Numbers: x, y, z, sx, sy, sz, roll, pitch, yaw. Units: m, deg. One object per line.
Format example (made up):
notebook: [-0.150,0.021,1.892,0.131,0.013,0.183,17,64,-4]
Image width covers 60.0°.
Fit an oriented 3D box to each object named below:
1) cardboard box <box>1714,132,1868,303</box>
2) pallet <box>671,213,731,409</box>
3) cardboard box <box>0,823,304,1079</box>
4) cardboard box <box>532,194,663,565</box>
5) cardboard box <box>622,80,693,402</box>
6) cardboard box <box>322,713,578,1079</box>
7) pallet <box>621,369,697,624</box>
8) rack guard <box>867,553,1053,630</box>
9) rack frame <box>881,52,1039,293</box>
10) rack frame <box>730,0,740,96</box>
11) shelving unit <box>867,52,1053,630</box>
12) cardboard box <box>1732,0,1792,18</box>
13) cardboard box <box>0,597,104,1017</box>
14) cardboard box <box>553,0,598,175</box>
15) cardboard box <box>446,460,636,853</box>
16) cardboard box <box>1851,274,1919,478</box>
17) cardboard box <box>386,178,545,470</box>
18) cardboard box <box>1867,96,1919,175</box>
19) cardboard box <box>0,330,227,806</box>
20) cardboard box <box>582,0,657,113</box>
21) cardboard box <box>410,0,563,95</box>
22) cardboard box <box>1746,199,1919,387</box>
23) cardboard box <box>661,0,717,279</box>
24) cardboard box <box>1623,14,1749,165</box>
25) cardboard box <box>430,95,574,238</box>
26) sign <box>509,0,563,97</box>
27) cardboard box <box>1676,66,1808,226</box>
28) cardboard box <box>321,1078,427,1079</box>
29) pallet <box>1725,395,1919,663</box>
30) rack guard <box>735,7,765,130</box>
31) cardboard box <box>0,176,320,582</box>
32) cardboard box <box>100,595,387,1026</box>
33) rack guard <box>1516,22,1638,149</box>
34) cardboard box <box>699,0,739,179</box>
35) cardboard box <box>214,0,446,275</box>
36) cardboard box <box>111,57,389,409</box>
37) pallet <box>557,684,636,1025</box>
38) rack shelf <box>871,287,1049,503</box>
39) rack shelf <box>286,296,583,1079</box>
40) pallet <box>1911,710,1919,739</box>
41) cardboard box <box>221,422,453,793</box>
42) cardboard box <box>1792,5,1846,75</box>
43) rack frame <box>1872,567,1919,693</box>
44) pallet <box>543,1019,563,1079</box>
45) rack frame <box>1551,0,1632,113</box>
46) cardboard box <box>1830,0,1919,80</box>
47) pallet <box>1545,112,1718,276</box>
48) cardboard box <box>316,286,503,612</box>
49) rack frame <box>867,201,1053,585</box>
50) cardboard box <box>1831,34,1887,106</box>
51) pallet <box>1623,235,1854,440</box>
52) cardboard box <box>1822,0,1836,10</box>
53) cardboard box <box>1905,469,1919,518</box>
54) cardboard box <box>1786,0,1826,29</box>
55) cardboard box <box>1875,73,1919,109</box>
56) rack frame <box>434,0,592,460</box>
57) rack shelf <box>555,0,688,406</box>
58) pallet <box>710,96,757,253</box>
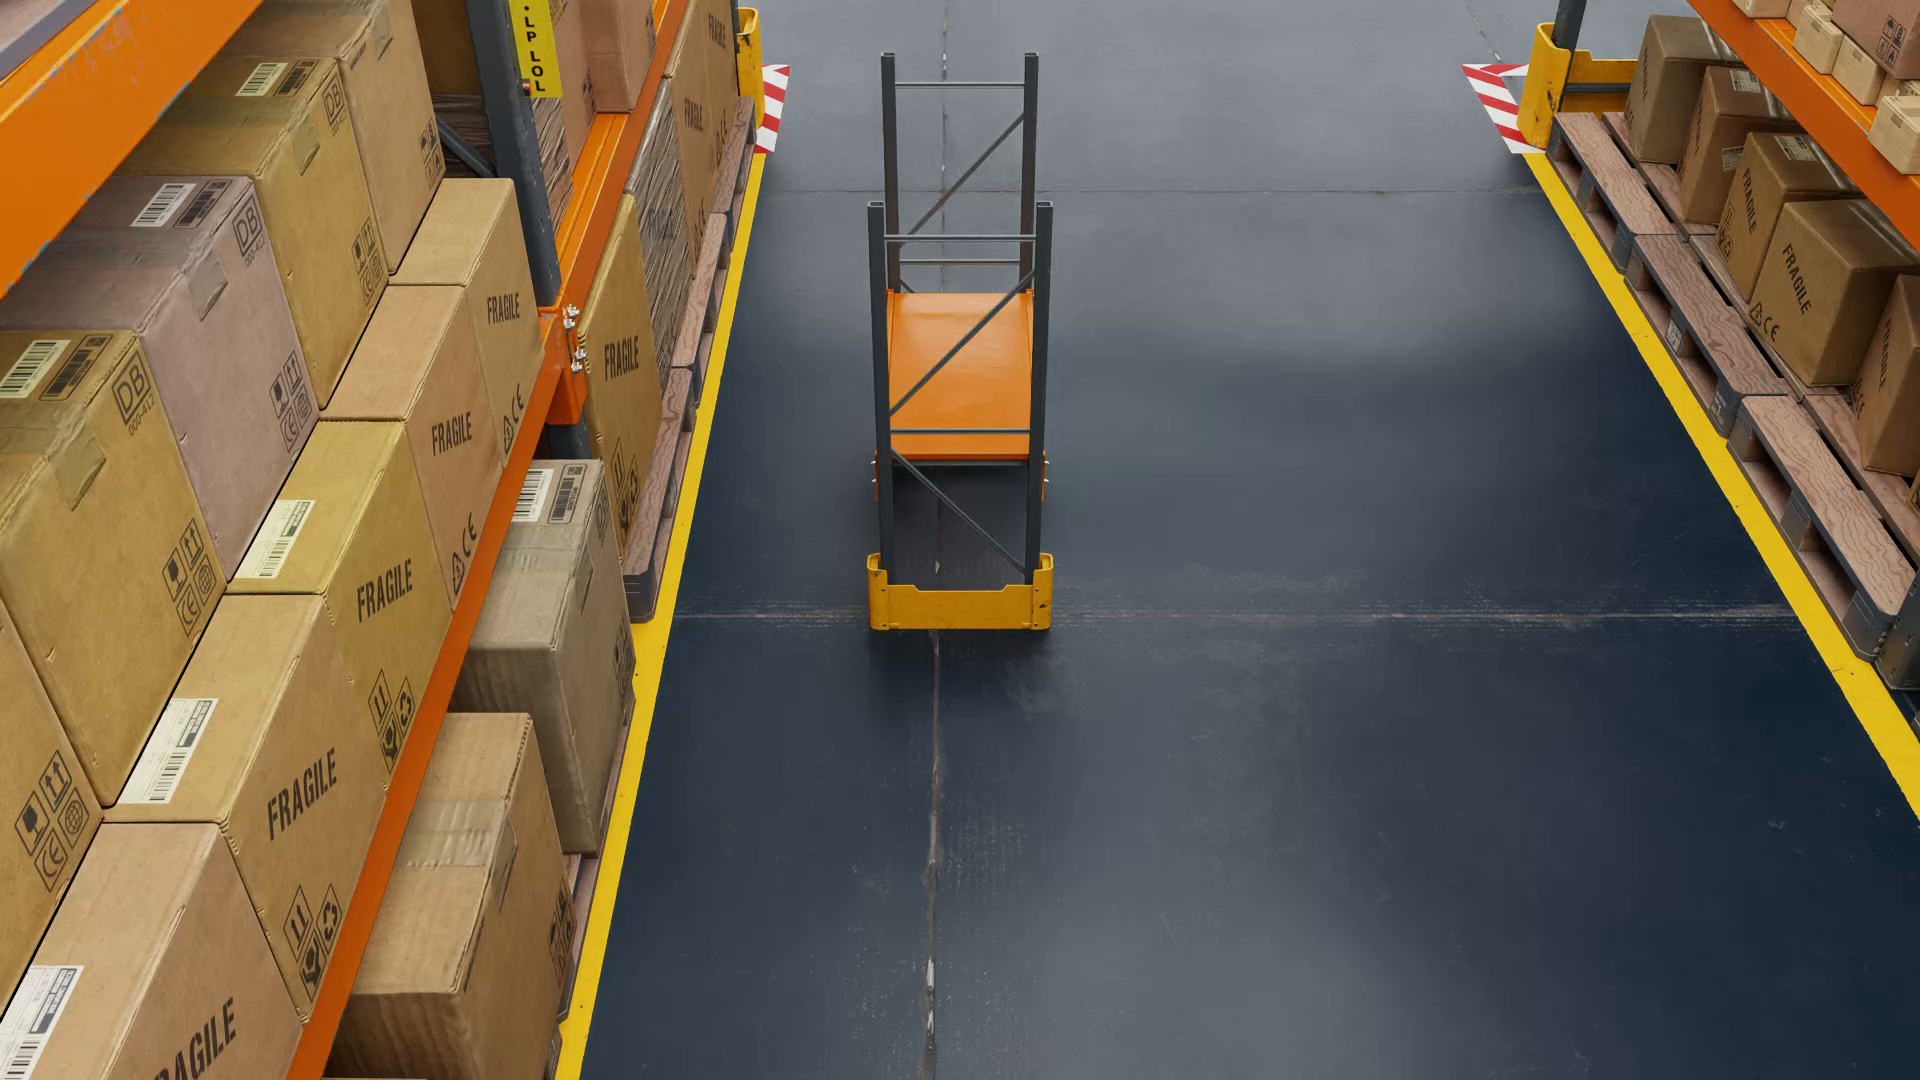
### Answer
cardboard box: [3.380,-1.271,6.601,0.500,0.500,0.500,3,39,4]
pallet: [-1.503,-0.949,6.765,1.003,0.211,1.213,0,39,0]
cardboard box: [-1.306,0.751,2.334,0.500,0.500,0.500,0,39,0]
cardboard box: [-1.507,-0.525,5.369,0.875,0.875,0.875,1,39,1]
cardboard box: [-1.512,-1.088,6.073,0.875,0.875,0.875,0,39,0]
cardboard box: [-1.488,0.909,3.681,1.050,0.750,0.750,0,39,0]
pallet: [-1.499,-0.184,5.811,1.003,0.211,1.213,0,39,0]
rack guard: [0.000,0.166,5.343,0.587,0.250,0.087,0,39,0]
rack frame: [-0.001,-0.957,5.744,0.500,1.500,0.032,0,39,0]
rack frame: [-1.581,-3.298,7.467,1.000,3.000,0.127,0,39,0]
shelving unit: [0.000,-0.633,5.340,0.587,1.500,1.083,0,39,0]
cardboard box: [3.046,-2.024,6.078,0.380,0.149,0.250,0,39,0]
cardboard box: [-1.567,0.358,2.025,0.700,0.500,0.500,-1,39,-1]
cardboard box: [-1.612,-1.430,5.016,0.875,0.550,0.550,0,39,0]
cardboard box: [-1.485,0.305,4.433,1.050,0.750,0.750,0,39,0]
cardboard box: [3.415,-0.534,5.681,0.500,0.500,0.500,12,40,14]
cardboard box: [-1.308,-0.510,3.907,0.500,0.500,0.500,0,39,0]
cardboard box: [3.047,-1.242,5.102,0.380,0.149,0.250,0,39,0]
cardboard box: [-1.568,0.038,2.424,0.700,0.500,0.500,0,39,0]
cardboard box: [-1.495,-1.768,5.437,0.875,0.550,0.550,0,39,0]
cardboard box: [-1.542,-1.507,4.249,0.875,0.550,0.550,0,39,0]
cardboard box: [3.336,-0.922,6.165,0.500,0.500,0.500,-3,39,-4]
cardboard box: [-1.511,-1.659,6.784,0.875,0.875,0.875,-1,39,-1]
cardboard box: [3.363,-2.036,7.555,0.500,0.500,0.500,7,39,8]
cardboard box: [-1.588,-1.086,4.586,0.875,0.550,0.550,0,39,0]
sign: [-1.033,-1.224,4.016,0.100,0.325,0.005,0,39,0]
cardboard box: [3.398,-1.663,7.089,0.500,0.500,0.500,10,40,12]
cardboard box: [-1.487,1.491,2.954,1.050,0.750,0.750,1,39,1]
pallet: [3.348,-0.069,5.667,1.003,0.211,1.213,0,39,0]
rack guard: [-1.581,-2.338,8.267,1.175,0.500,0.348,0,39,0]
cardboard box: [-1.567,-0.278,2.818,0.700,0.500,0.500,0,39,0]
cardboard box: [-1.304,0.440,2.722,0.500,0.500,0.500,0,39,-1]
rack guard: [3.379,-2.215,8.115,1.175,0.500,0.348,0,39,0]
cardboard box: [-1.514,-2.209,7.471,0.875,0.875,0.875,0,39,0]
cardboard box: [-1.570,-0.915,3.614,0.700,0.500,0.500,-1,39,-1]
cardboard box: [-1.567,-0.594,3.213,0.700,0.500,0.500,-1,39,-1]
pallet: [-1.500,0.774,4.615,1.003,0.211,1.213,0,39,0]
rack shelf: [0.000,-0.498,5.460,0.538,0.185,1.000,0,39,0]
rack shelf: [-1.574,0.735,3.010,1.077,0.370,4.000,0,39,0]
pallet: [3.386,0.838,4.536,1.003,0.211,1.213,0,39,0]
cardboard box: [-1.307,0.122,3.119,0.500,0.500,0.500,0,39,0]
cardboard box: [3.103,-1.711,5.688,0.380,0.149,0.250,0,39,0]
rack frame: [3.384,-0.737,4.271,1.000,3.000,0.127,0,39,0]
pallet: [-1.496,1.539,3.661,1.003,0.211,1.213,0,39,0]
rack frame: [3.379,-3.238,7.392,1.000,3.000,0.127,0,39,0]
cardboard box: [3.379,-1.799,5.278,0.875,0.500,0.500,0,39,0]
pallet: [3.345,-1.595,7.571,1.003,0.211,1.213,0,39,0]
cardboard box: [-1.308,-0.194,3.513,0.500,0.500,0.500,0,39,-1]
rack frame: [0.000,-0.321,4.951,0.500,1.500,0.032,0,39,0]
cardboard box: [3.138,-1.555,5.493,0.380,0.149,0.250,0,39,0]
pallet: [3.344,-0.834,6.622,1.003,0.211,1.213,0,39,0]
cardboard box: [3.419,-2.112,5.668,0.875,0.500,0.500,0,39,0]
cardboard box: [3.424,-0.176,5.234,0.500,0.500,0.500,-1,39,-1]
cardboard box: [3.179,-1.868,5.883,0.380,0.149,0.250,0,39,0]
cardboard box: [3.179,-1.399,5.298,0.380,0.149,0.250,0,39,0]
rack frame: [-1.576,-0.797,4.345,1.000,3.000,0.127,0,39,0]
rack shelf: [-1.578,-1.767,6.131,1.077,0.370,4.000,0,39,0]
pallet: [-1.502,-1.710,7.715,1.003,0.211,1.213,0,39,0]
